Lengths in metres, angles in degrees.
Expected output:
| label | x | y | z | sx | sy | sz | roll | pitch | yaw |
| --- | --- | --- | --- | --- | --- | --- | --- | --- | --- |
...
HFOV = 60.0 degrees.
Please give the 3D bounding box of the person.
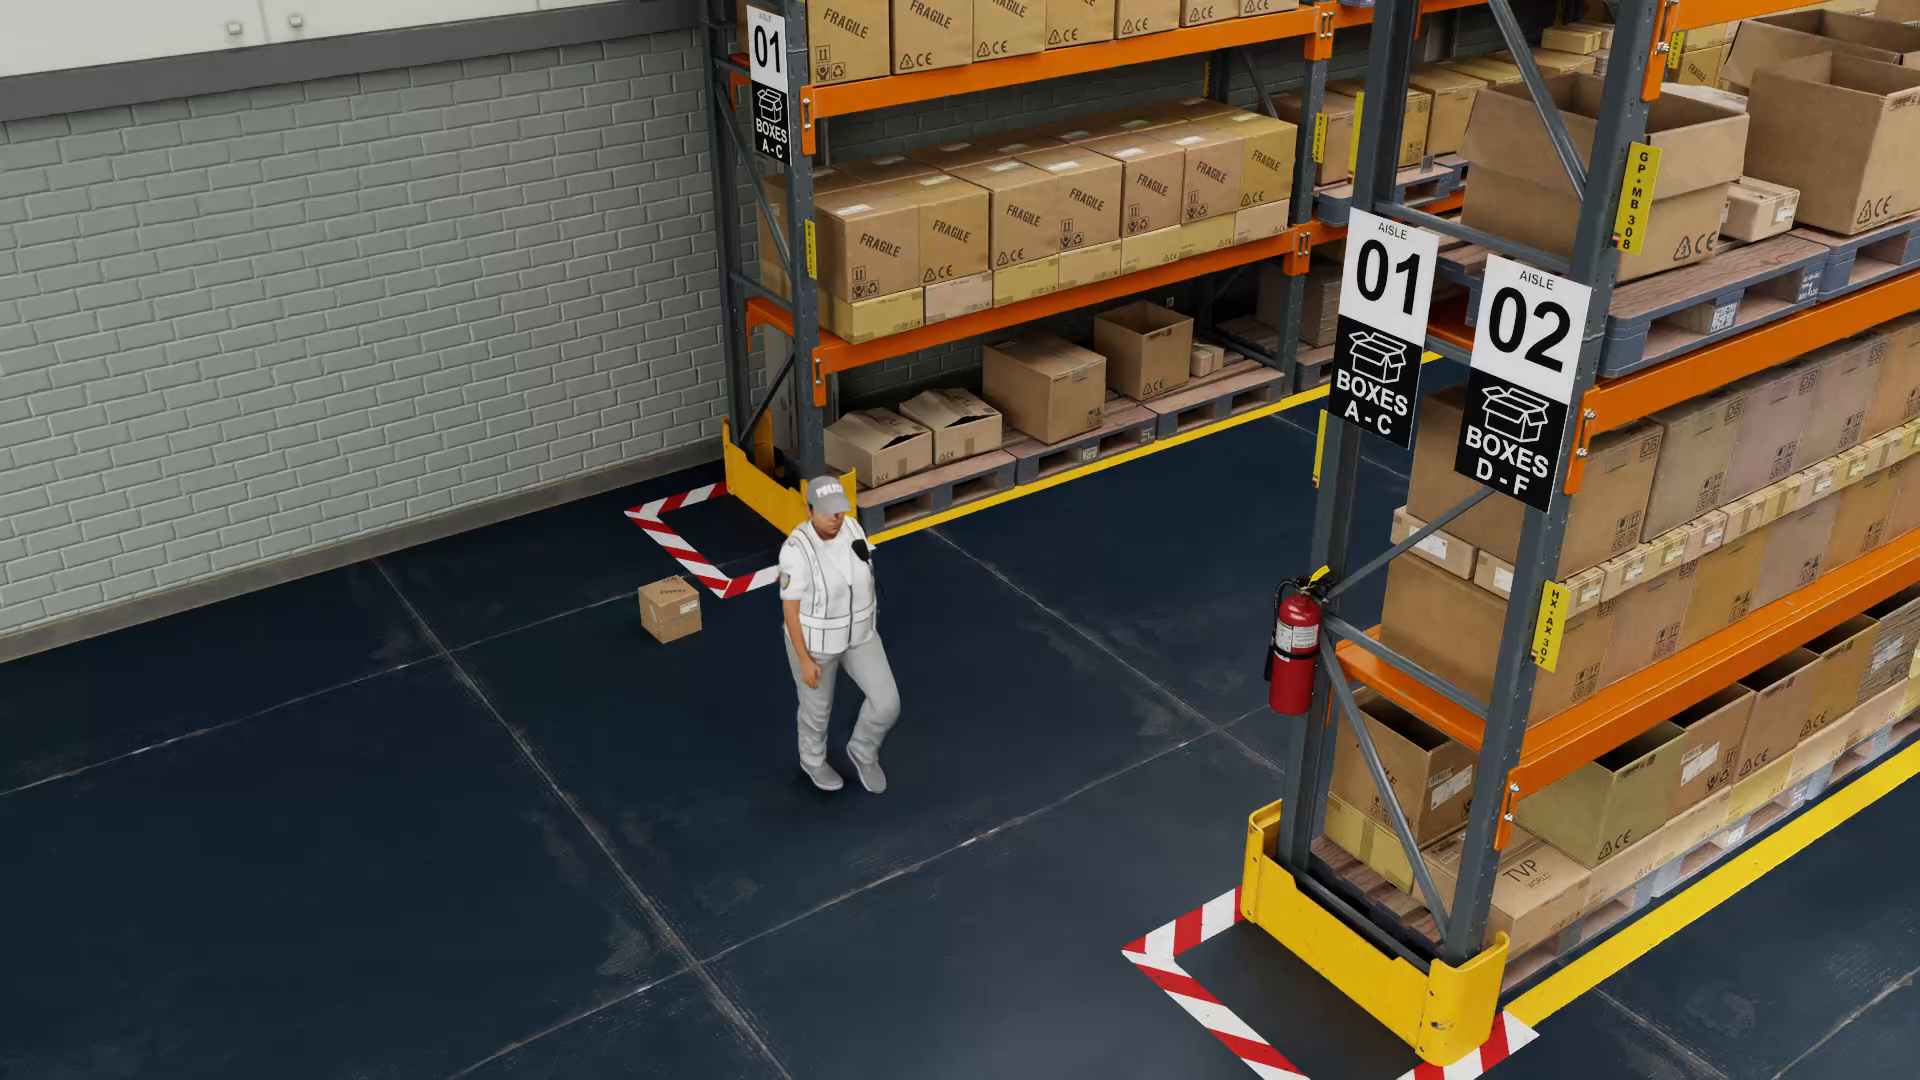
| label | x | y | z | sx | sy | sz | roll | pitch | yaw |
| --- | --- | --- | --- | --- | --- | --- | --- | --- | --- |
| person | -0.573 | 0.489 | 7.738 | 0.521 | 1.717 | 0.501 | -18 | 34 | -29 |
